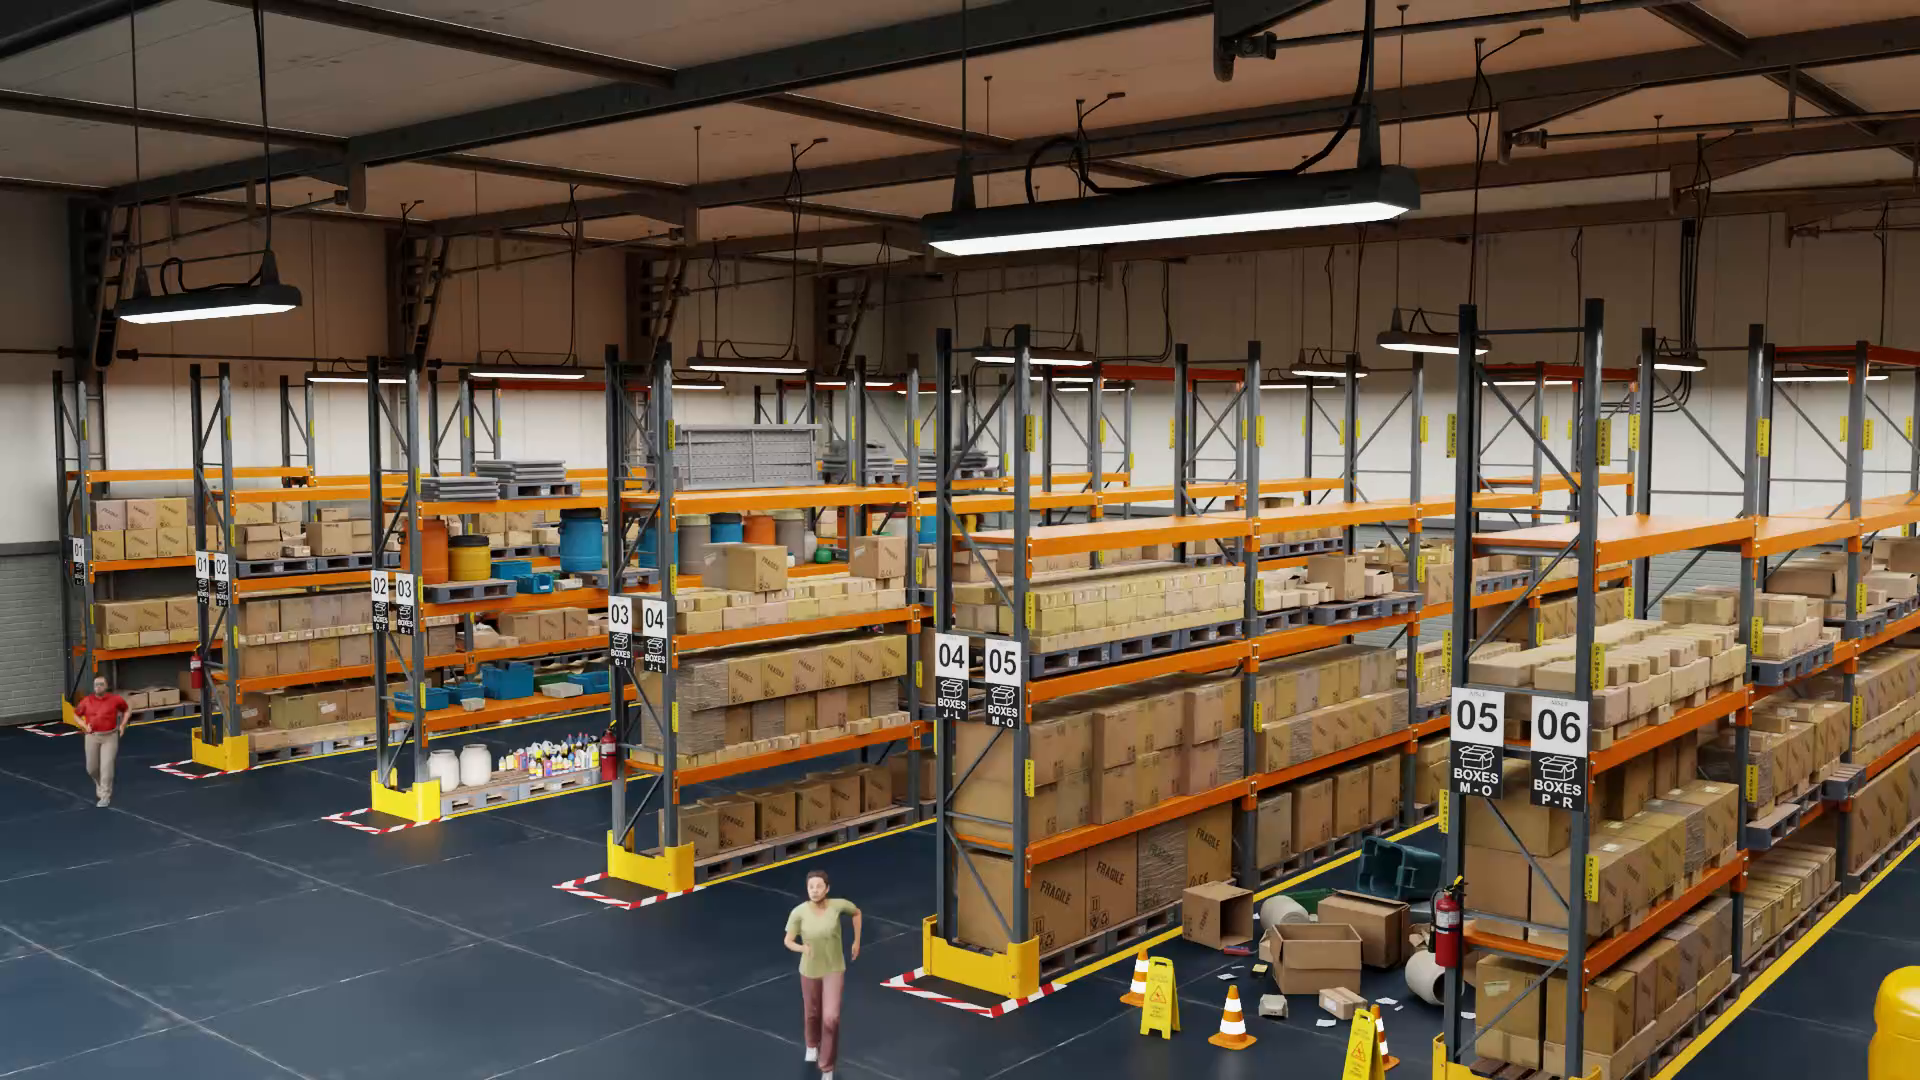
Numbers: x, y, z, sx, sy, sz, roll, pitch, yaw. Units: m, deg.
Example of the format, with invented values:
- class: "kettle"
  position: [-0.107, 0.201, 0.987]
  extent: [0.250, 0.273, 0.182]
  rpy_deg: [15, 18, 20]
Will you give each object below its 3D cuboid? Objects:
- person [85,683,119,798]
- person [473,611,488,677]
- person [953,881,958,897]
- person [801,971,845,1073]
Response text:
- class: "person"
  position: [-11.587, 2.684, 22.482]
  extent: [0.414, 1.564, 0.606]
  rpy_deg: [-1, 4, -18]
- class: "person"
  position: [-8.972, 2.120, 31.036]
  extent: [0.382, 1.682, 0.864]
  rpy_deg: [3, 5, 34]
- class: "person"
  position: [0.103, 3.033, 18.175]
  extent: [0.537, 1.712, 0.813]
  rpy_deg: [2, 4, 23]
- class: "person"
  position: [-1.073, 3.642, 13.042]
  extent: [0.363, 0.879, 0.772]
  rpy_deg: [0, 4, 1]
